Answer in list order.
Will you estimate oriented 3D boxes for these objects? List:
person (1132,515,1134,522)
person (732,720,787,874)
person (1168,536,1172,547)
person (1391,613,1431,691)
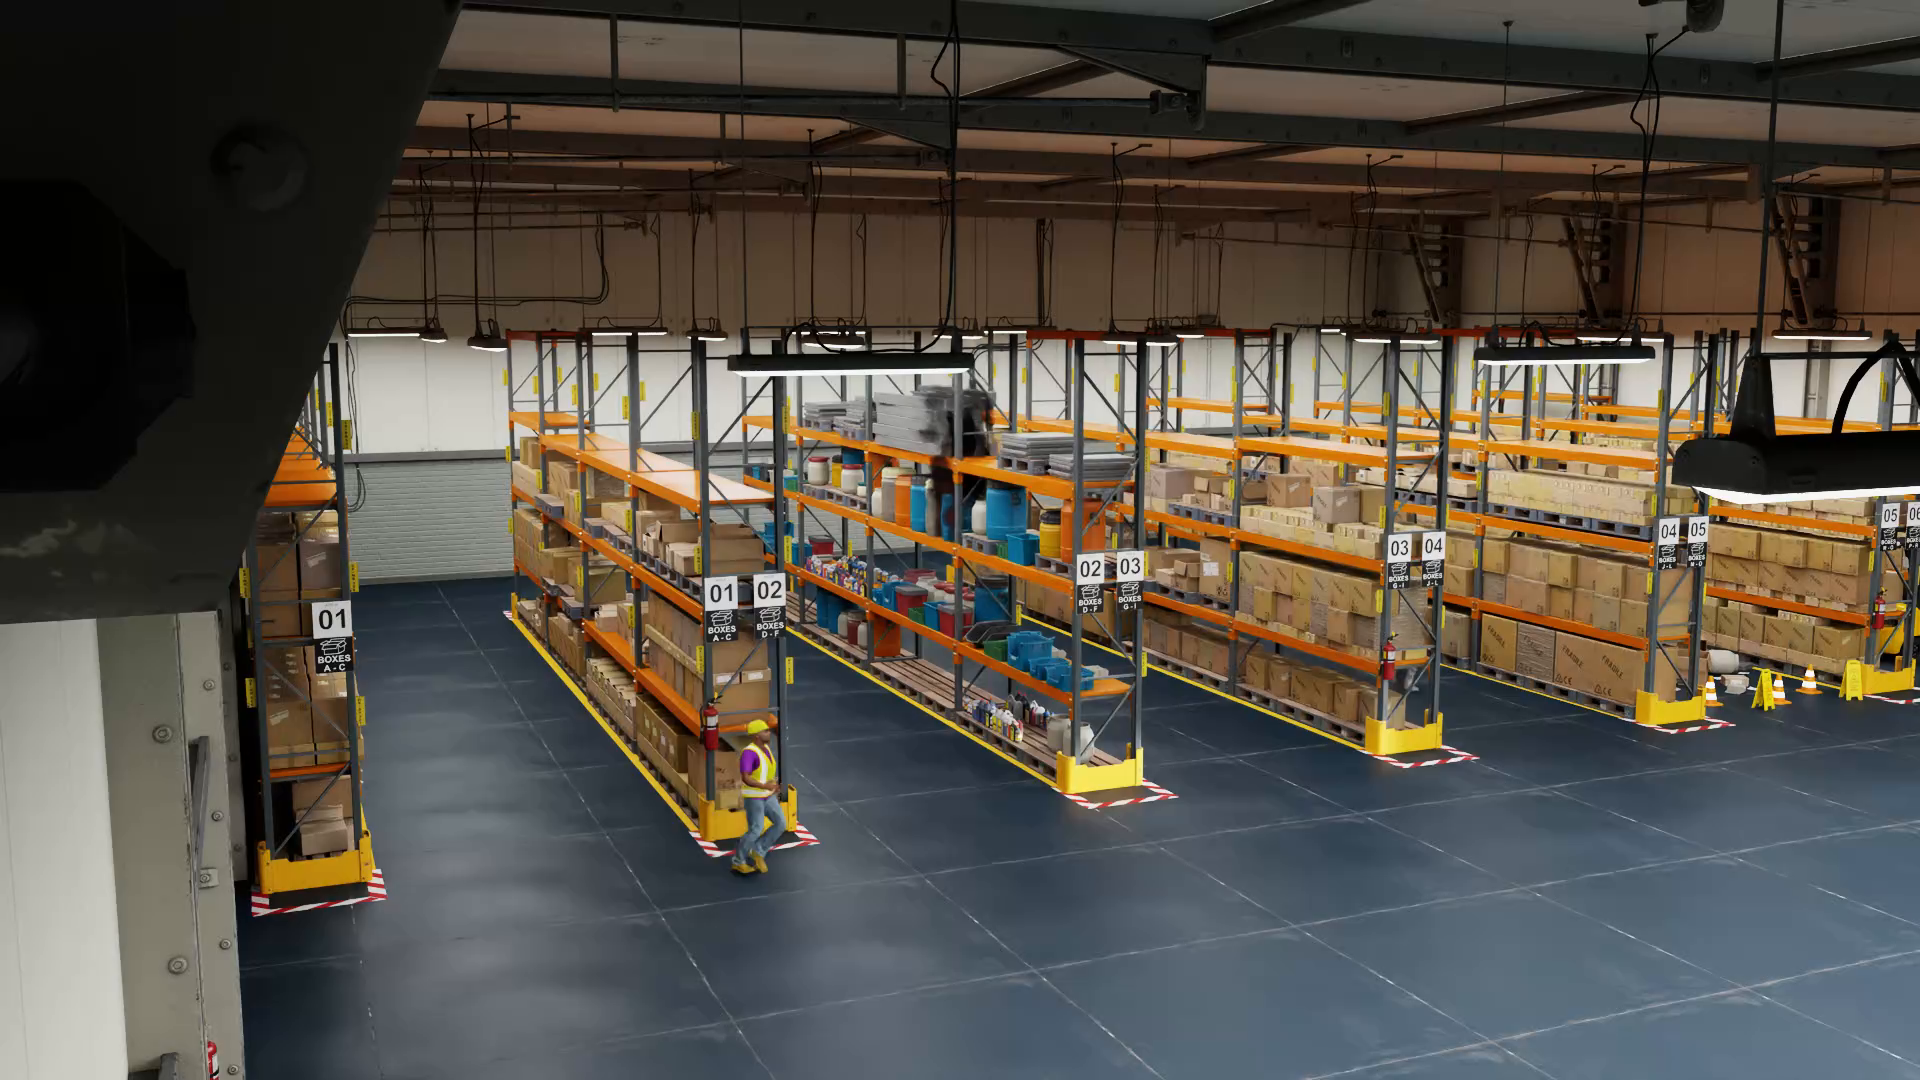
[{"bbox_3d":[4.391,-0.197,41.812,0.756,1.690,0.780,1,8,7],"label":"person"},{"bbox_3d":[-2.258,2.908,18.901,0.624,1.740,0.755,3,8,19],"label":"person"},{"bbox_3d":[4.480,0.640,36.226,0.532,1.550,0.559,-4,9,-28],"label":"person"},{"bbox_3d":[7.628,1.627,28.115,0.673,1.690,0.616,-5,9,-32],"label":"person"}]
